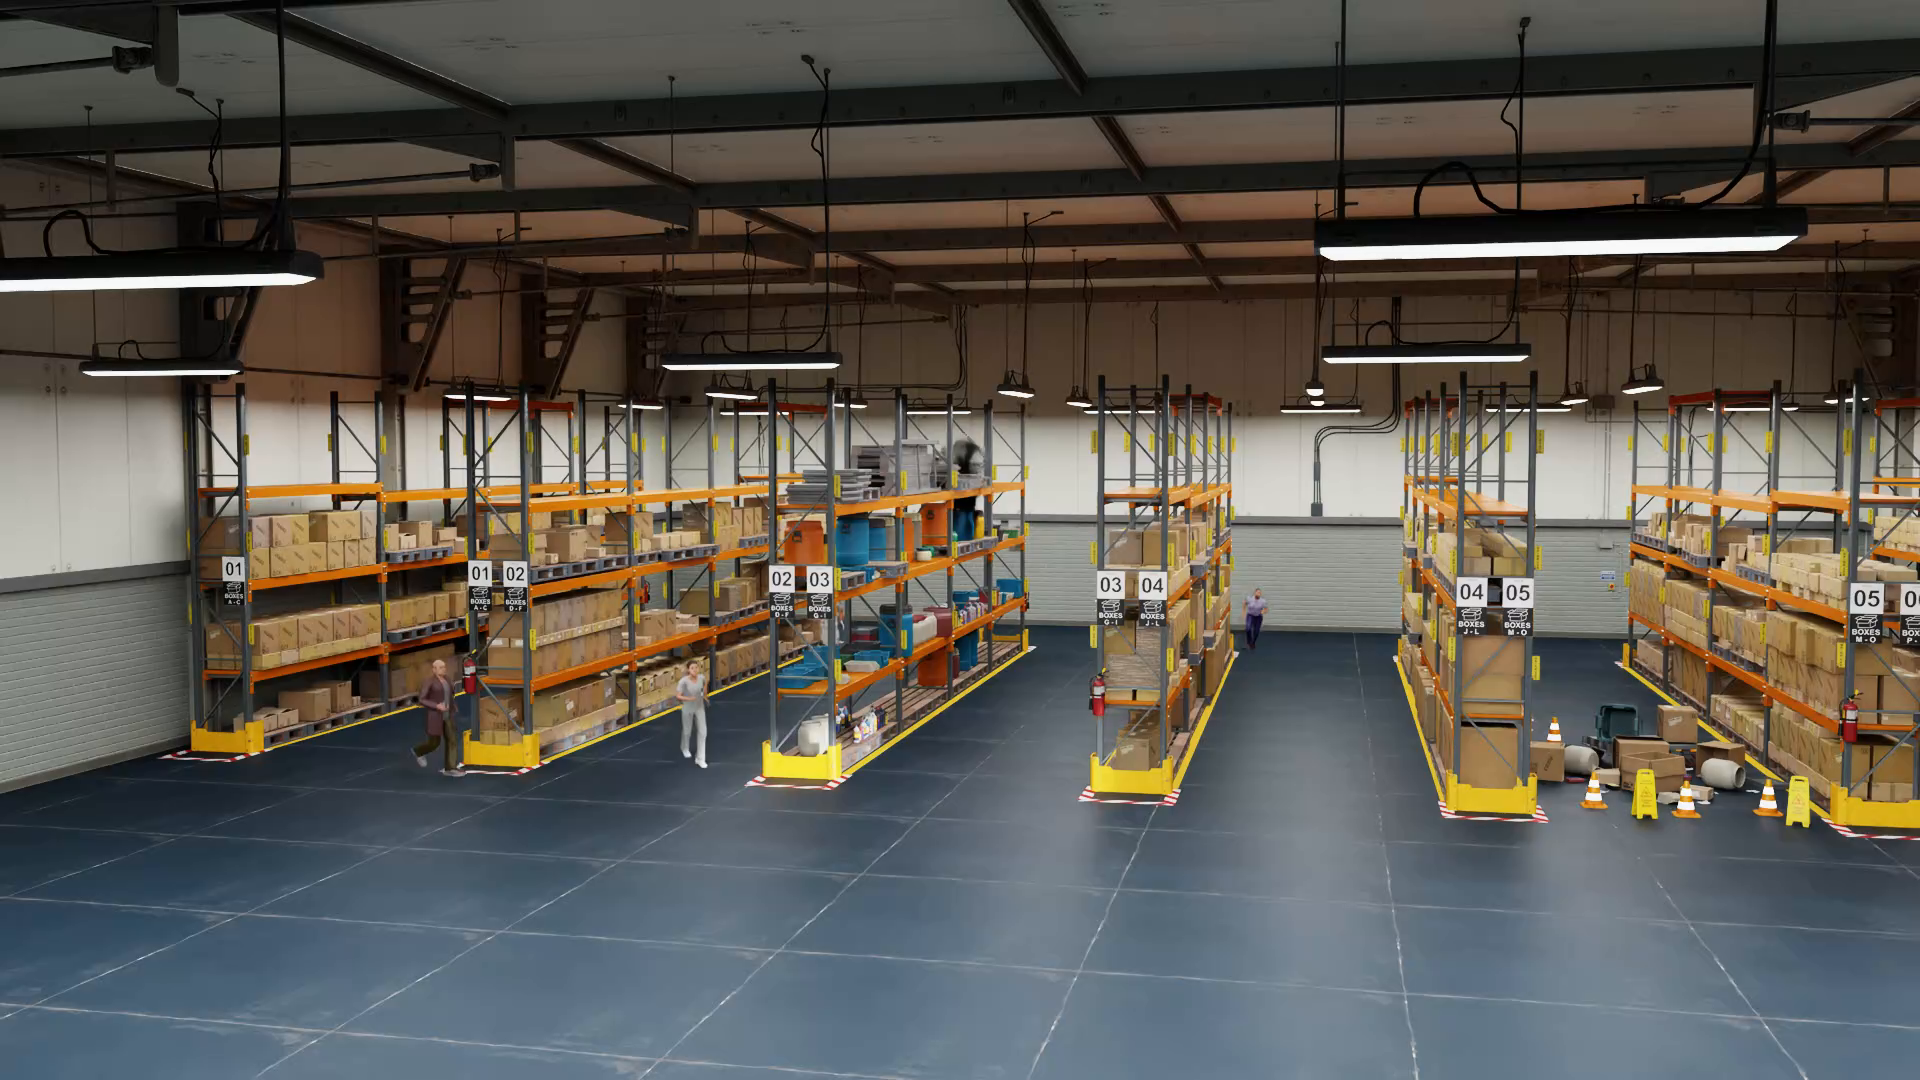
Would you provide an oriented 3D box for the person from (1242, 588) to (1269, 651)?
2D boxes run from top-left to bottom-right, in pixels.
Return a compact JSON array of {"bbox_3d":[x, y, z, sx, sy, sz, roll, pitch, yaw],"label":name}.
[{"bbox_3d":[7.207,1.922,40.566,0.624,1.552,0.922,0,3,2],"label":"person"}]

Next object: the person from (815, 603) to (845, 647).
[{"bbox_3d":[-3.003,1.989,38.163,0.679,1.675,0.788,0,3,0],"label":"person"}]

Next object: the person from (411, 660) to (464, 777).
[{"bbox_3d":[-7.900,2.683,25.106,1.033,1.758,0.715,2,4,34],"label":"person"}]

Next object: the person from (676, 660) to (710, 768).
[{"bbox_3d":[-4.198,2.688,26.048,0.576,1.654,0.962,-1,4,-24],"label":"person"}]
